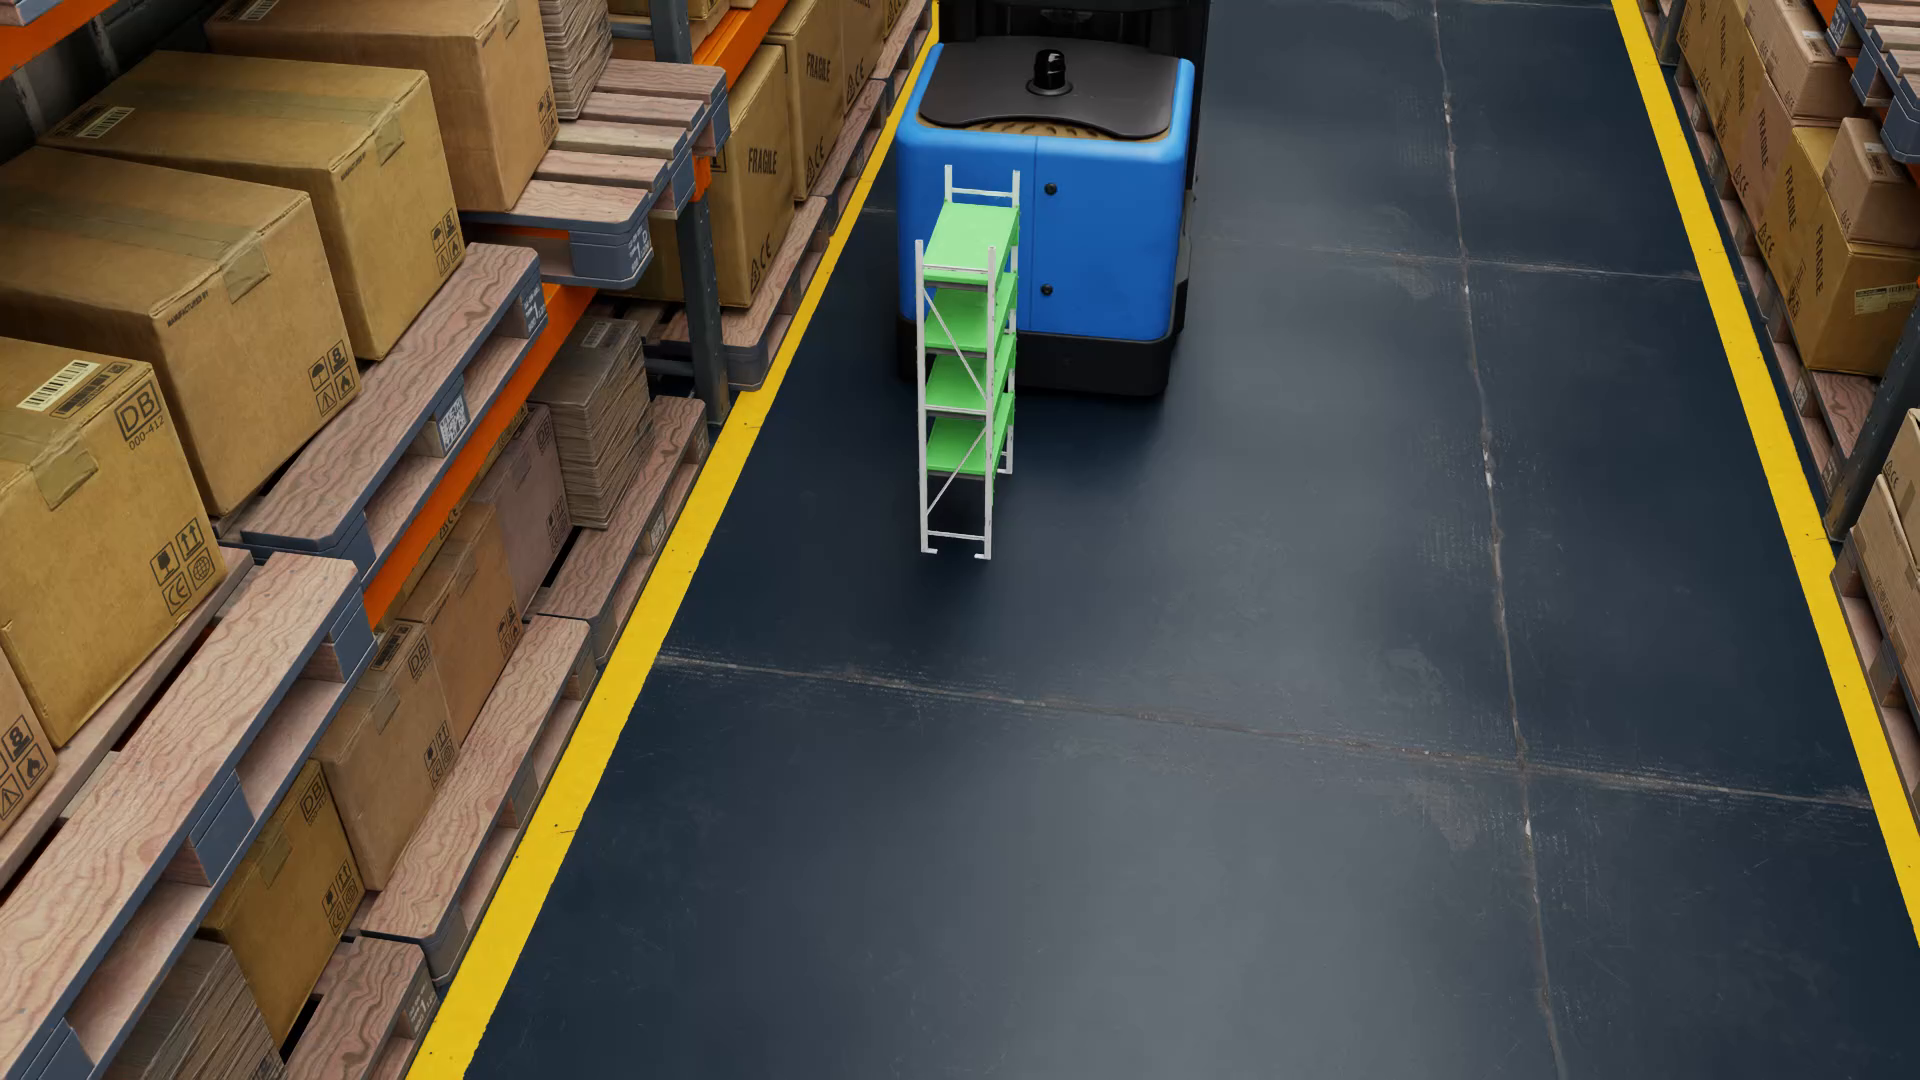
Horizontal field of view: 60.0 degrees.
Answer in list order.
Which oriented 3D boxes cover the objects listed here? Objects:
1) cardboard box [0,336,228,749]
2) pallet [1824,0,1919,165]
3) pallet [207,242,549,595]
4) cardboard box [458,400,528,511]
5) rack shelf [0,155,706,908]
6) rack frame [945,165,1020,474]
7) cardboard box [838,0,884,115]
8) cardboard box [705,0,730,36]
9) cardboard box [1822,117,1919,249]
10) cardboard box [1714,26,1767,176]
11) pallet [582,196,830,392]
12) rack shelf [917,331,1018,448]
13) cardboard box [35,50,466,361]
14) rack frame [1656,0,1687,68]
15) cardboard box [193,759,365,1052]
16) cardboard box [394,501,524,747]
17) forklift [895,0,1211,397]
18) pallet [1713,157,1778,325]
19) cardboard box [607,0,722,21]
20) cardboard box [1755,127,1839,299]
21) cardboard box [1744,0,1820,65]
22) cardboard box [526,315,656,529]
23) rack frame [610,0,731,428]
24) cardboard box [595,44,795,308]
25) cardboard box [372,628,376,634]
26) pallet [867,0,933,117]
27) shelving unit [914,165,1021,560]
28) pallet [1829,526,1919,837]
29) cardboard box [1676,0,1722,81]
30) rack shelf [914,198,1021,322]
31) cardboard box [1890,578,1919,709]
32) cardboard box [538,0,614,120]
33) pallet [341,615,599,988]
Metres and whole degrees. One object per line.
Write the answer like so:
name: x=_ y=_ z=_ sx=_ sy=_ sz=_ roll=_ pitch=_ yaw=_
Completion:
cardboard box: x=-1.845 y=-0.035 z=3.015 sx=0.700 sy=0.500 sz=0.500 roll=10 pitch=41 yaw=12
pallet: x=3.550 y=-1.487 z=5.345 sx=1.213 sy=0.211 sz=1.003 roll=6 pitch=40 yaw=8
pallet: x=-1.680 y=-0.351 z=3.971 sx=1.003 sy=0.211 sz=1.213 roll=6 pitch=40 yaw=8
cardboard box: x=-1.611 y=-0.359 z=4.858 sx=0.500 sy=0.250 sz=0.500 roll=7 pitch=40 yaw=9
rack shelf: x=-1.724 y=-0.139 z=4.129 sx=1.077 sy=0.370 sz=4.000 roll=6 pitch=40 yaw=8
rack frame: x=0.071 y=-0.719 z=5.679 sx=0.240 sy=1.200 sz=0.015 roll=6 pitch=40 yaw=8
cardboard box: x=-0.821 y=-2.535 z=7.820 sx=0.750 sy=0.750 sz=0.750 roll=8 pitch=40 yaw=9
cardboard box: x=-1.041 y=-1.921 z=5.901 sx=0.380 sy=0.149 sz=0.250 roll=7 pitch=40 yaw=8
cardboard box: x=3.438 y=-1.272 z=5.962 sx=0.500 sy=0.250 sz=0.500 roll=8 pitch=40 yaw=9
cardboard box: x=3.695 y=-1.919 z=7.333 sx=0.500 sy=0.500 sz=0.500 roll=7 pitch=40 yaw=8
pallet: x=-1.167 y=-1.084 z=6.895 sx=1.003 sy=0.211 sz=1.213 roll=6 pitch=40 yaw=8
rack shelf: x=0.029 y=-0.517 z=5.534 sx=0.258 sy=0.148 sz=0.480 roll=6 pitch=40 yaw=8
cardboard box: x=-1.643 y=-0.799 z=3.939 sx=0.700 sy=0.500 sz=0.500 roll=6 pitch=40 yaw=8
rack frame: x=4.194 y=-3.638 z=7.796 sx=1.000 sy=3.000 sz=0.127 roll=6 pitch=40 yaw=8
cardboard box: x=-1.919 y=0.839 z=3.998 sx=0.700 sy=0.500 sz=0.500 roll=6 pitch=40 yaw=7
cardboard box: x=-1.713 y=0.205 z=4.764 sx=0.700 sy=0.500 sz=0.500 roll=6 pitch=40 yaw=7
forklift: x=0.495 y=-2.612 z=6.609 sx=1.130 sy=2.935 sz=3.031 roll=6 pitch=40 yaw=7
pallet: x=3.882 y=-1.281 z=7.134 sx=1.003 sy=0.211 sz=1.213 roll=6 pitch=40 yaw=8
cardboard box: x=-1.042 y=-2.109 z=5.620 sx=0.500 sy=0.500 sz=0.500 roll=8 pitch=40 yaw=9
cardboard box: x=3.522 y=-1.272 z=6.550 sx=0.500 sy=0.500 sz=0.500 roll=5 pitch=40 yaw=6
cardboard box: x=3.697 y=-2.229 z=7.120 sx=0.500 sy=0.250 sz=0.500 roll=6 pitch=40 yaw=8
cardboard box: x=-1.451 y=-0.420 z=5.521 sx=0.700 sy=0.500 sz=0.500 roll=7 pitch=40 yaw=8
rack frame: x=-1.378 y=-1.672 z=5.418 sx=1.000 sy=3.000 sz=0.127 roll=6 pitch=40 yaw=8
cardboard box: x=-1.121 y=-1.452 z=6.510 sx=0.750 sy=0.750 sz=0.750 roll=6 pitch=40 yaw=7
cardboard box: x=-1.800 y=0.276 z=4.090 sx=0.500 sy=0.250 sz=0.500 roll=5 pitch=40 yaw=6
pallet: x=-0.745 y=-2.615 z=8.747 sx=1.003 sy=0.211 sz=1.213 roll=6 pitch=40 yaw=8
shelving unit: x=0.029 y=-0.566 z=5.493 sx=0.258 sy=1.200 sz=0.503 roll=6 pitch=40 yaw=8
pallet: x=3.321 y=0.459 z=5.029 sx=1.003 sy=0.211 sz=1.213 roll=6 pitch=40 yaw=8
cardboard box: x=3.870 y=-2.568 z=8.118 sx=0.500 sy=0.500 sz=0.500 roll=5 pitch=40 yaw=6
rack shelf: x=0.029 y=-0.887 z=5.228 sx=0.258 sy=0.148 sz=0.480 roll=6 pitch=40 yaw=8
cardboard box: x=3.036 y=0.382 z=4.762 sx=0.500 sy=0.250 sz=0.500 roll=5 pitch=40 yaw=6
cardboard box: x=-1.449 y=-1.584 z=4.888 sx=0.700 sy=0.500 sz=0.500 roll=2 pitch=40 yaw=2
pallet: x=-1.728 y=0.657 z=4.790 sx=1.003 sy=0.211 sz=1.213 roll=6 pitch=40 yaw=8
